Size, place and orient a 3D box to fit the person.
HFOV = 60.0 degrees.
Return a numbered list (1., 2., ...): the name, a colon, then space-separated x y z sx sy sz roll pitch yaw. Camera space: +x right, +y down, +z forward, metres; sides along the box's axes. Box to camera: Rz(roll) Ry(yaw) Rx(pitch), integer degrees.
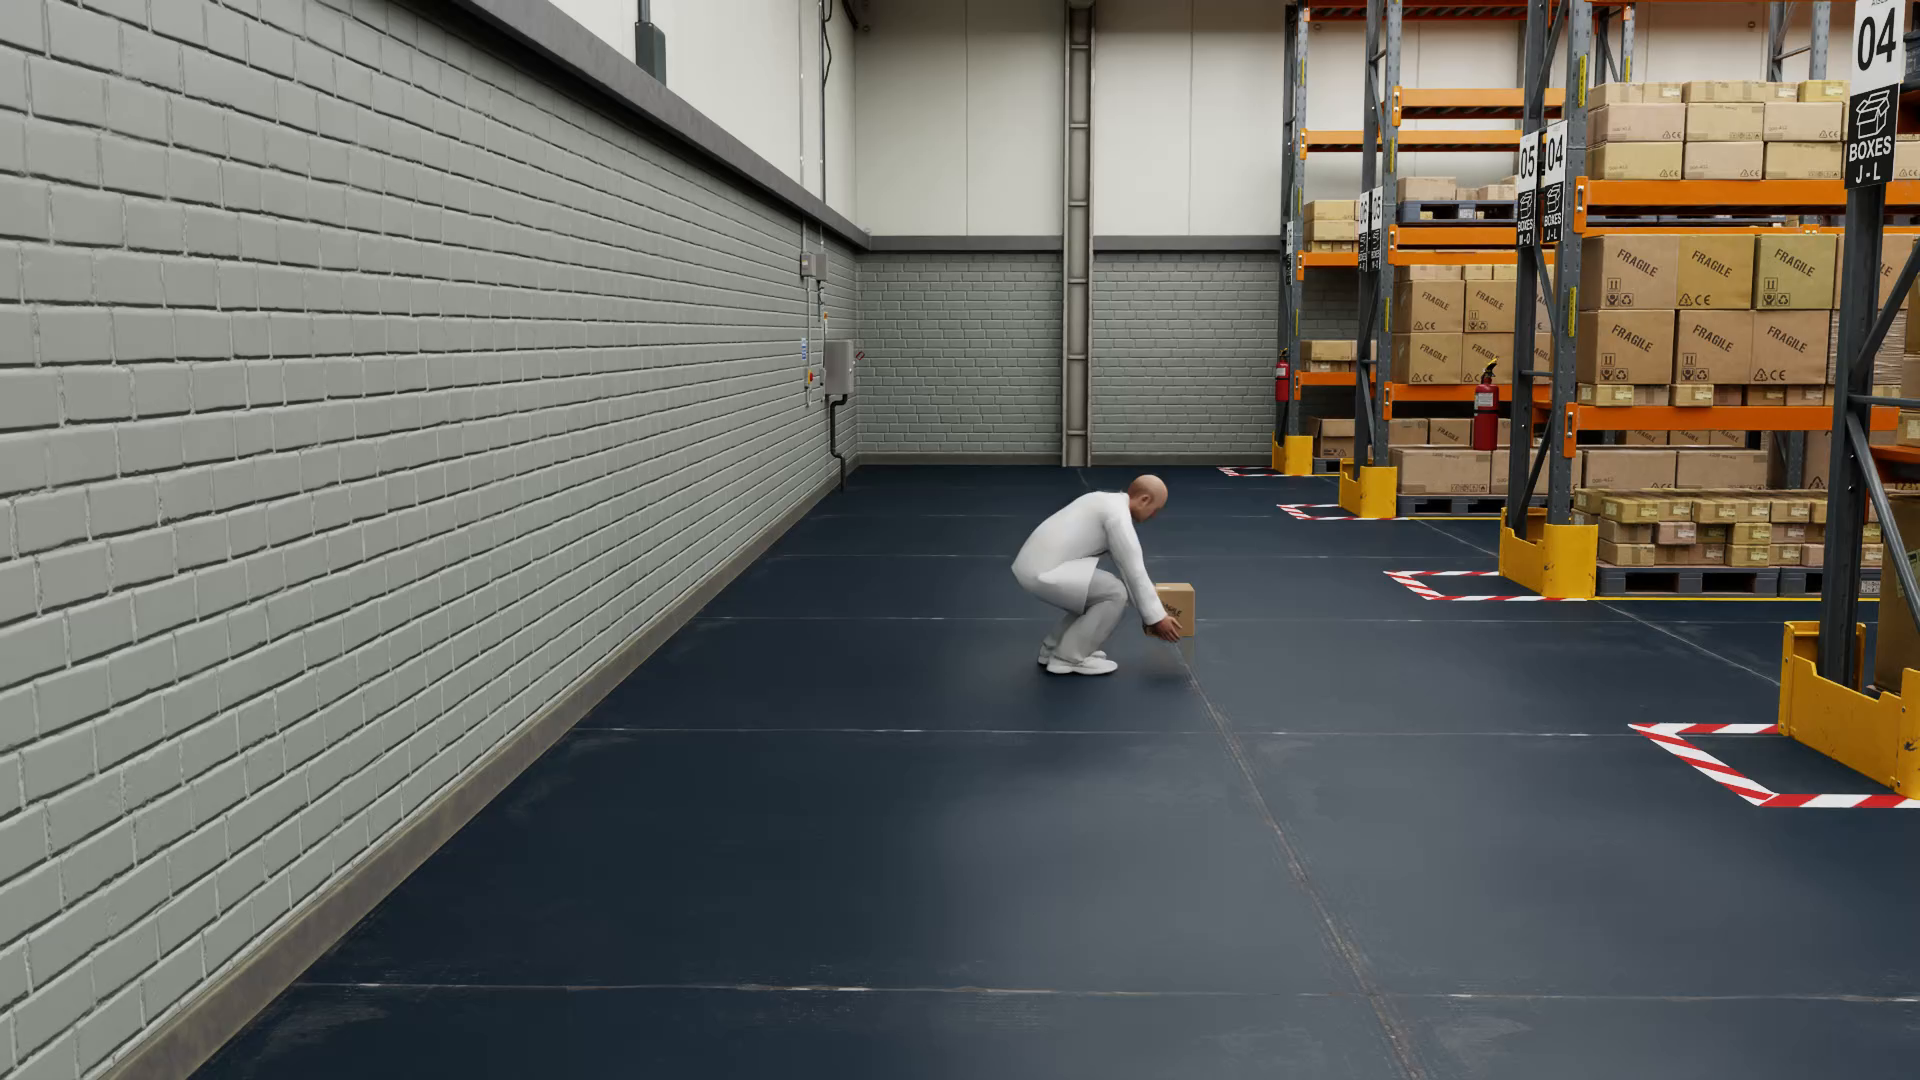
1. person: 0.724 0.174 8.904 0.899 1.046 0.608 0 7 1
